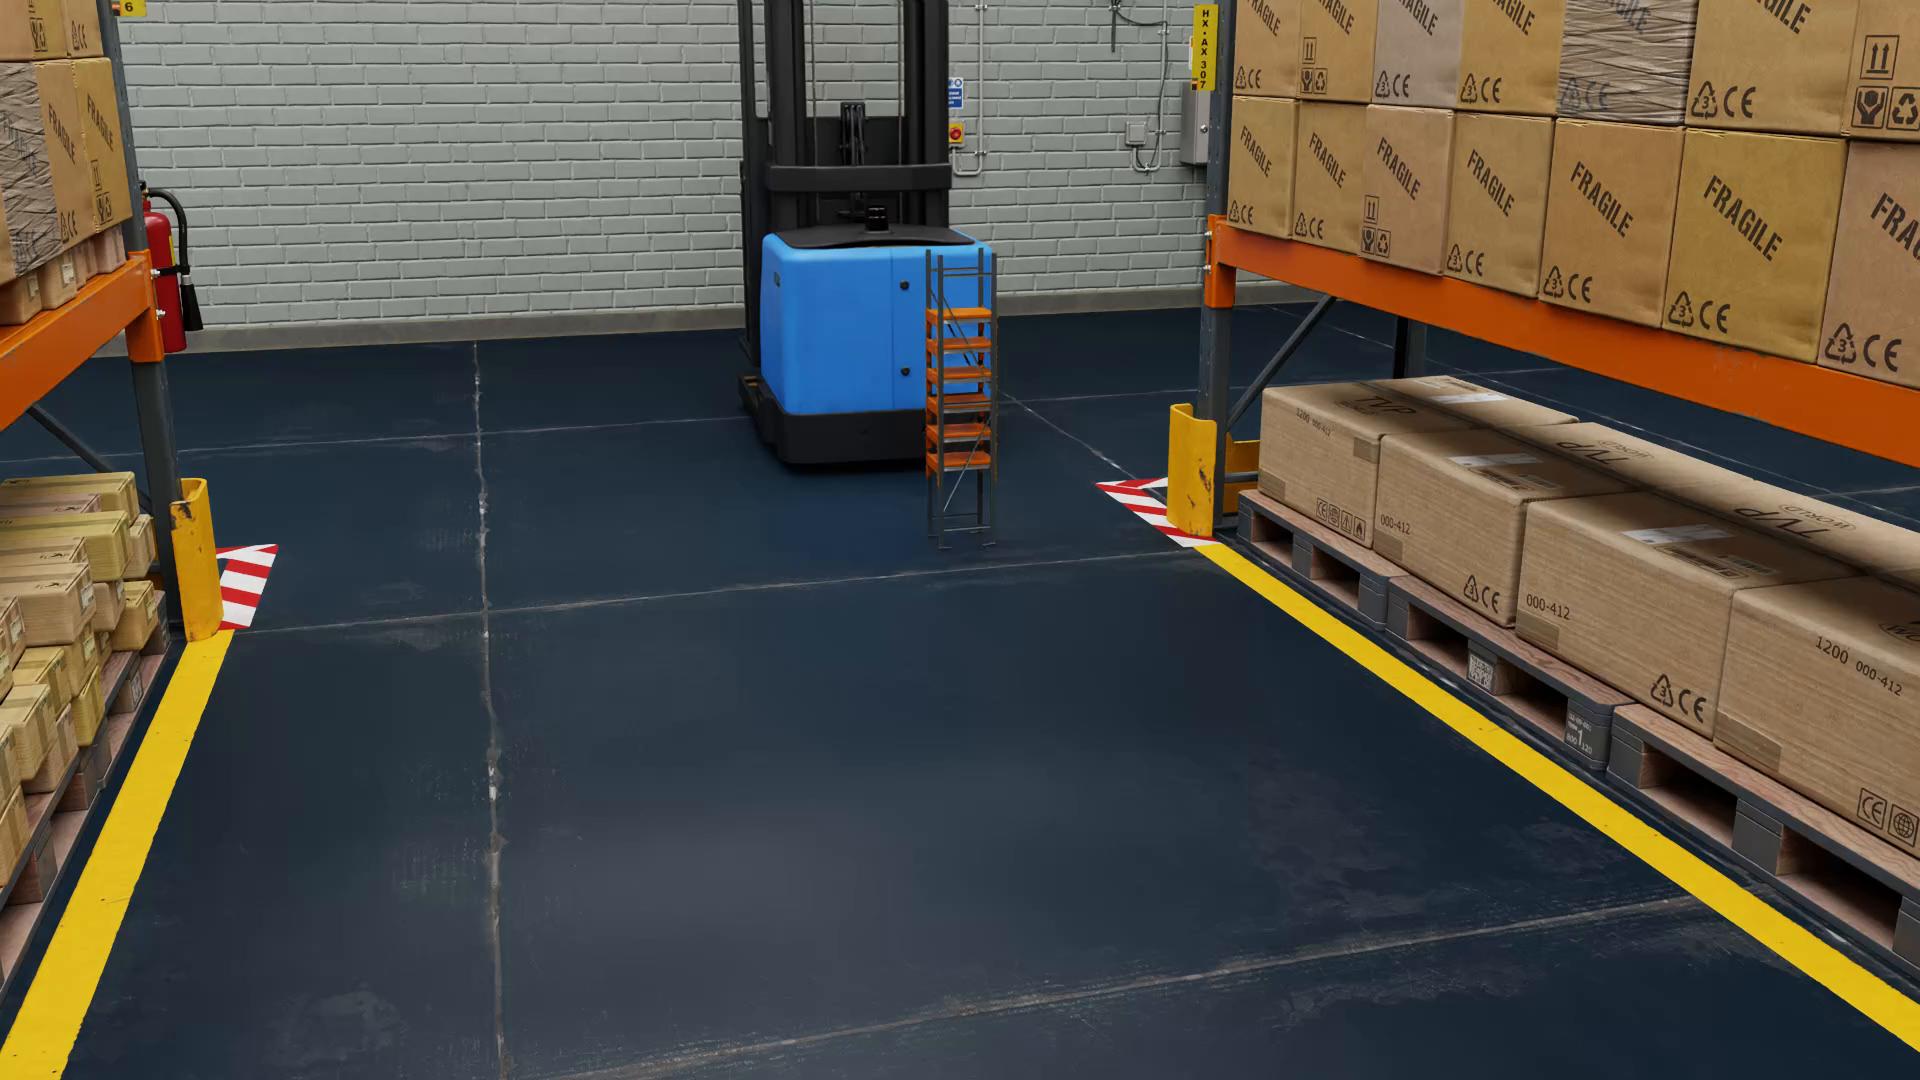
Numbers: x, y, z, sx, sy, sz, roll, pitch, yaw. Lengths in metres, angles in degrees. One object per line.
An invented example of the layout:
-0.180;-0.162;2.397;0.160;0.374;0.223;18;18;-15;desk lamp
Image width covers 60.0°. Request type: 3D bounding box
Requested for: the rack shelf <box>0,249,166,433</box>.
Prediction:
-2.682;-0.213;3.698;1.077;0.370;4.000;-5;17;-15;rack shelf

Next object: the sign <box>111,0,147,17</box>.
-2.693;-1.855;5.352;0.100;0.325;0.005;-5;17;-15;sign

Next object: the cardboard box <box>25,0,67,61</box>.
-2.728;-1.533;4.413;0.500;0.500;0.500;-5;18;-17;cardboard box

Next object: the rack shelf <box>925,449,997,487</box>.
0.004;-0.298;6.848;0.258;0.103;0.180;-5;17;-15;rack shelf

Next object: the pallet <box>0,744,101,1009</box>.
-2.690;0.810;3.889;1.003;0.211;1.213;-5;17;-15;pallet

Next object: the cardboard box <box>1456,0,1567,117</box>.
1.793;-1.480;4.752;0.500;0.500;0.500;-5;17;-15;cardboard box

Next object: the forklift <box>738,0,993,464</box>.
-0.654;-2.147;9.003;1.130;2.935;3.031;-4;17;-12;forklift

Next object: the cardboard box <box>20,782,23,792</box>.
-2.465;0.611;3.928;0.380;0.149;0.250;-4;17;-14;cardboard box

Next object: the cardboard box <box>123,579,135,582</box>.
-2.887;0.183;5.356;0.380;0.149;0.250;-4;17;-14;cardboard box

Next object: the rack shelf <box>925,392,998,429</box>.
0.004;-0.528;6.779;0.258;0.103;0.180;-5;17;-15;rack shelf

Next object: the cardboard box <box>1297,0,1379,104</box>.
1.506;-1.759;5.683;0.500;0.500;0.500;-5;17;-17;cardboard box

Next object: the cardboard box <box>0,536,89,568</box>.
-2.626;0.107;4.573;0.380;0.149;0.250;-5;18;-17;cardboard box

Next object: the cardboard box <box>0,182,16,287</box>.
-2.449;-0.776;3.631;0.500;0.500;0.500;-4;17;-12;cardboard box

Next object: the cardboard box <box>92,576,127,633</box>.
-2.668;0.178;4.854;0.380;0.149;0.250;-5;18;-18;cardboard box

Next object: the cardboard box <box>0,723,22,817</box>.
-2.315;0.537;3.660;0.380;0.149;0.250;-5;17;-16;cardboard box

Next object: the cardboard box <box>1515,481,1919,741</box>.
2.283;0.173;4.887;0.875;0.438;0.875;-5;17;-17;cardboard box

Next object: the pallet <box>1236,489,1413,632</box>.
1.795;0.020;6.517;1.003;0.211;1.213;-5;17;-15;pallet

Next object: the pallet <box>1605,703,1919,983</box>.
2.465;0.695;4.271;1.003;0.211;1.213;-5;17;-15;pallet

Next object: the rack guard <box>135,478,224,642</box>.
-3.211;0.107;5.726;1.175;0.500;0.348;-5;17;-15;rack guard

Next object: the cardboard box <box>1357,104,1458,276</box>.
1.644;-1.143;5.368;0.500;0.500;0.500;-5;17;-16;cardboard box

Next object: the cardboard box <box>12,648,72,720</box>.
-2.461;0.393;4.140;0.380;0.149;0.250;-4;17;-12;cardboard box

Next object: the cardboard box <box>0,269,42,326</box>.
-2.618;-0.639;4.301;0.380;0.149;0.250;-6;18;-18;cardboard box

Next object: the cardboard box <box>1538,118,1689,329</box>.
1.927;-0.859;4.425;0.500;0.500;0.500;-5;17;-16;cardboard box

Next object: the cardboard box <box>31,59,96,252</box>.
-2.725;-1.054;4.557;0.500;0.500;0.500;-5;17;-16;cardboard box

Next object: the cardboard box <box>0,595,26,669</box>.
-2.532;0.259;4.068;0.380;0.149;0.250;-5;18;-17;cardboard box

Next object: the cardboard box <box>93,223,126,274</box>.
-2.871;-0.923;5.246;0.380;0.149;0.250;-5;17;-15;cardboard box

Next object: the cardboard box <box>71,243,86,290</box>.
-2.755;-0.783;4.781;0.380;0.149;0.250;-5;17;-16;cardboard box

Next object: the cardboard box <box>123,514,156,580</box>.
-2.813;0.034;5.332;0.380;0.149;0.250;-5;17;-17;cardboard box

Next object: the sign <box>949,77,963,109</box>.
-0.136;-3.231;12.023;0.327;0.218;0.001;-5;17;-15;sign

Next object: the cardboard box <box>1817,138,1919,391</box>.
2.226;-0.580;3.494;0.500;0.500;0.500;-5;17;-15;cardboard box

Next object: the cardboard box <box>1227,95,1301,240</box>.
1.355;-1.423;6.300;0.500;0.500;0.500;-5;17;-16;cardboard box

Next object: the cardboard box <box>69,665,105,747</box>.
-2.518;0.458;4.438;0.380;0.149;0.250;-6;18;-18;cardboard box

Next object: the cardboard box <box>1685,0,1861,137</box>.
2.072;-1.200;3.822;0.500;0.500;0.500;-5;17;-16;cardboard box

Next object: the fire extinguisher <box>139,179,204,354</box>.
-2.858;-1.001;5.854;0.296;0.674;0.183;-5;17;-15;fire extinguisher

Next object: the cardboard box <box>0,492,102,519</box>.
-2.829;-0.031;5.033;0.380;0.149;0.250;-4;17;-14;cardboard box

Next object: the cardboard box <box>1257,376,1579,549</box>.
1.777;-0.330;6.559;0.875;0.438;0.875;-5;18;-17;cardboard box

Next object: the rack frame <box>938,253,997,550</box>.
0.029;-0.545;6.682;0.240;1.200;0.006;-5;17;-15;rack frame

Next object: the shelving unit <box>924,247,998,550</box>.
0.004;-0.571;6.766;0.258;1.200;0.189;-5;17;-15;shelving unit

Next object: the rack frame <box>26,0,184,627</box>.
-3.232;-1.111;5.436;1.000;3.000;0.127;-5;17;-15;rack frame

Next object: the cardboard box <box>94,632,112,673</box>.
-2.729;0.326;4.880;0.380;0.149;0.250;-5;17;-16;cardboard box

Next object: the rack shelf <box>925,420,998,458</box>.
0.004;-0.413;6.813;0.258;0.103;0.180;-5;17;-15;rack shelf

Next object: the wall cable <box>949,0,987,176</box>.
-0.072;-3.590;11.868;0.585;1.953;0.123;-5;17;-15;wall cable
